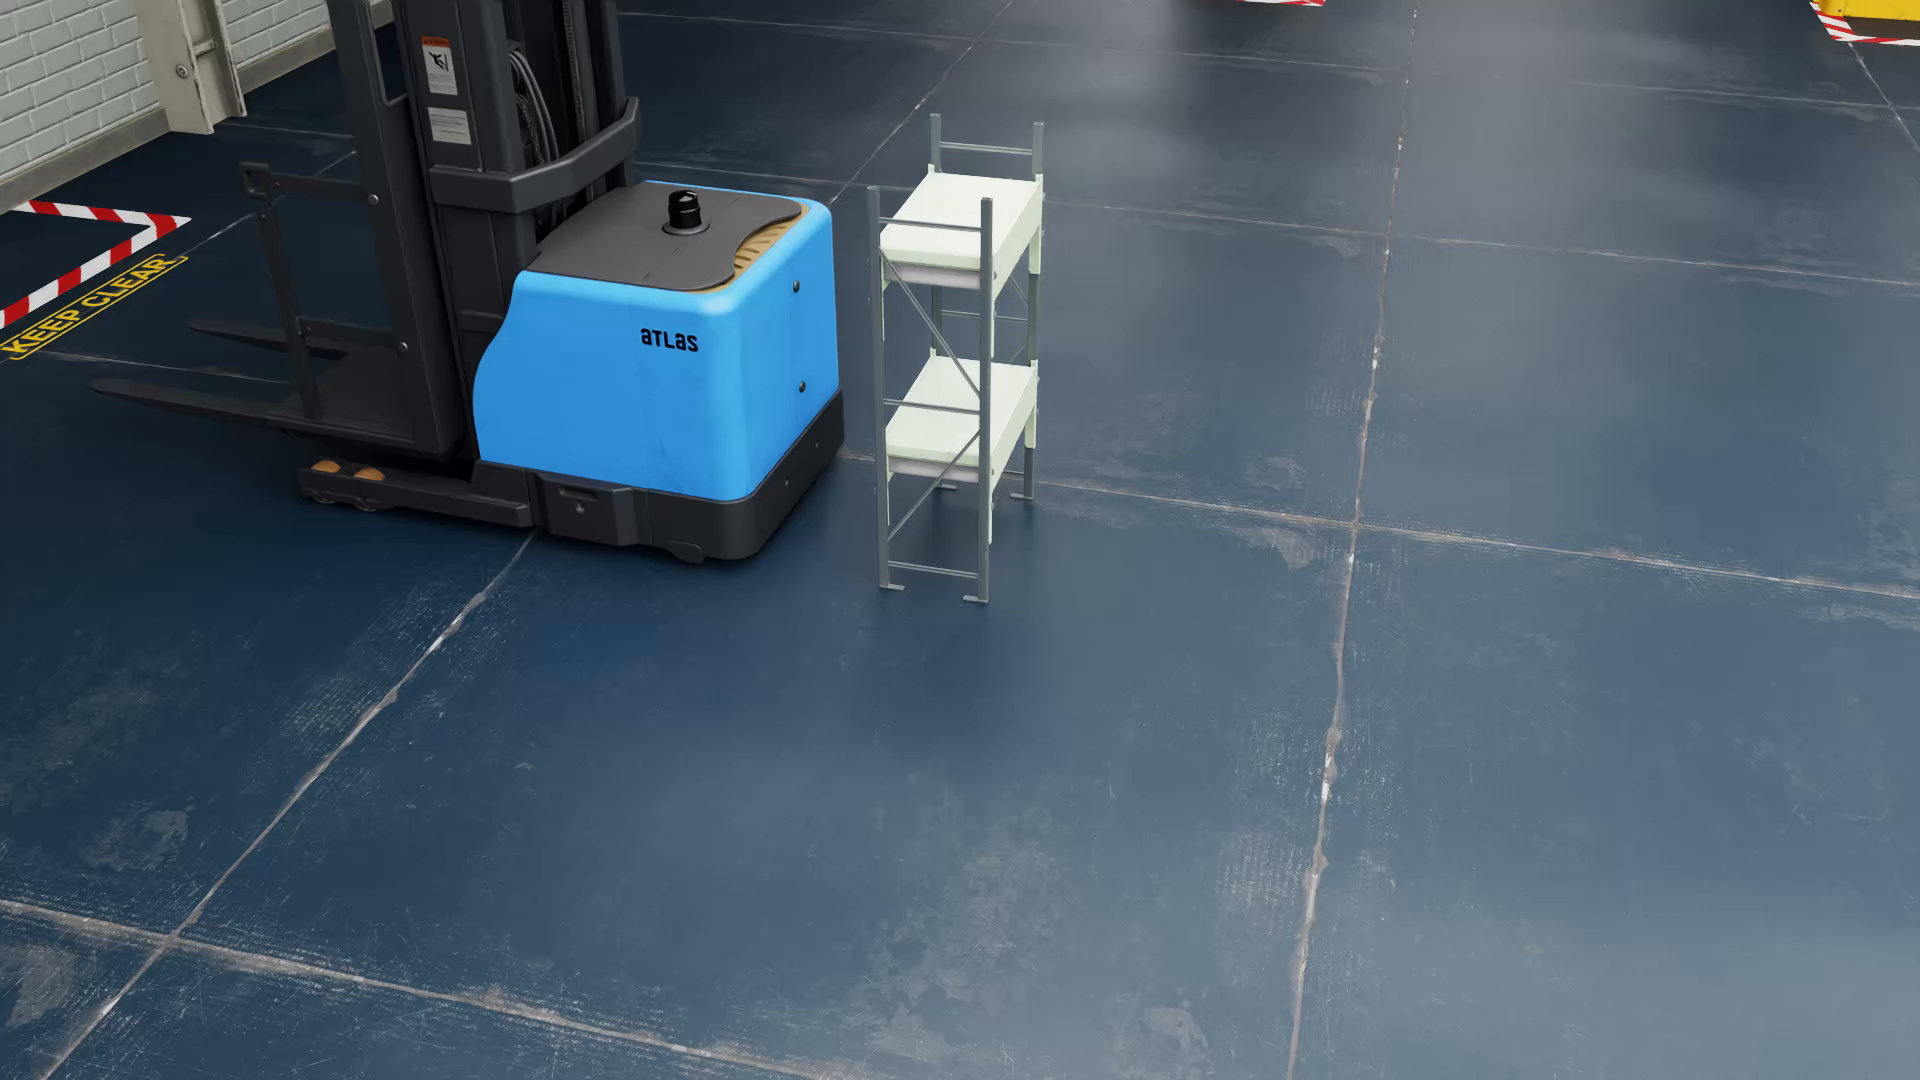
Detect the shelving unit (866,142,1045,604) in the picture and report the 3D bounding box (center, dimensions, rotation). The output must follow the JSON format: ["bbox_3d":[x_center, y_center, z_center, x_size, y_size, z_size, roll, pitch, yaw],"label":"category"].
[{"bbox_3d":[-0.003,-0.628,5.839,0.431,1.500,0.748,8,33,12],"label":"shelving unit"}]

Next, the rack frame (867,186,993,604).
[{"bbox_3d":[-0.095,-0.440,5.543,0.400,1.500,0.023,8,33,12],"label":"rack frame"}]

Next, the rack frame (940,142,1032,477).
[{"bbox_3d":[0.092,-0.819,6.141,0.380,1.308,0.010,8,33,12],"label":"rack frame"}]

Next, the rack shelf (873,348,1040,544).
[{"bbox_3d":[-0.002,-0.354,6.017,0.431,0.370,0.720,8,33,12],"label":"rack shelf"}]

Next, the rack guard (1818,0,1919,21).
[{"bbox_3d":[7.060,-4.137,12.291,1.175,0.500,0.348,8,33,12],"label":"rack guard"}]

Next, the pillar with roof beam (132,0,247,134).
[{"bbox_3d":[-0.514,-5.808,6.998,9.100,9.000,0.400,8,33,12],"label":"pillar with roof beam"}]

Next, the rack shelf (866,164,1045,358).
[{"bbox_3d":[-0.002,-0.959,5.633,0.431,0.370,0.720,8,33,12],"label":"rack shelf"}]

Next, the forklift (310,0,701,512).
[{"bbox_3d":[9.851,-2.640,7.730,22.305,2.867,12.119,10,34,15],"label":"forklift"}]
